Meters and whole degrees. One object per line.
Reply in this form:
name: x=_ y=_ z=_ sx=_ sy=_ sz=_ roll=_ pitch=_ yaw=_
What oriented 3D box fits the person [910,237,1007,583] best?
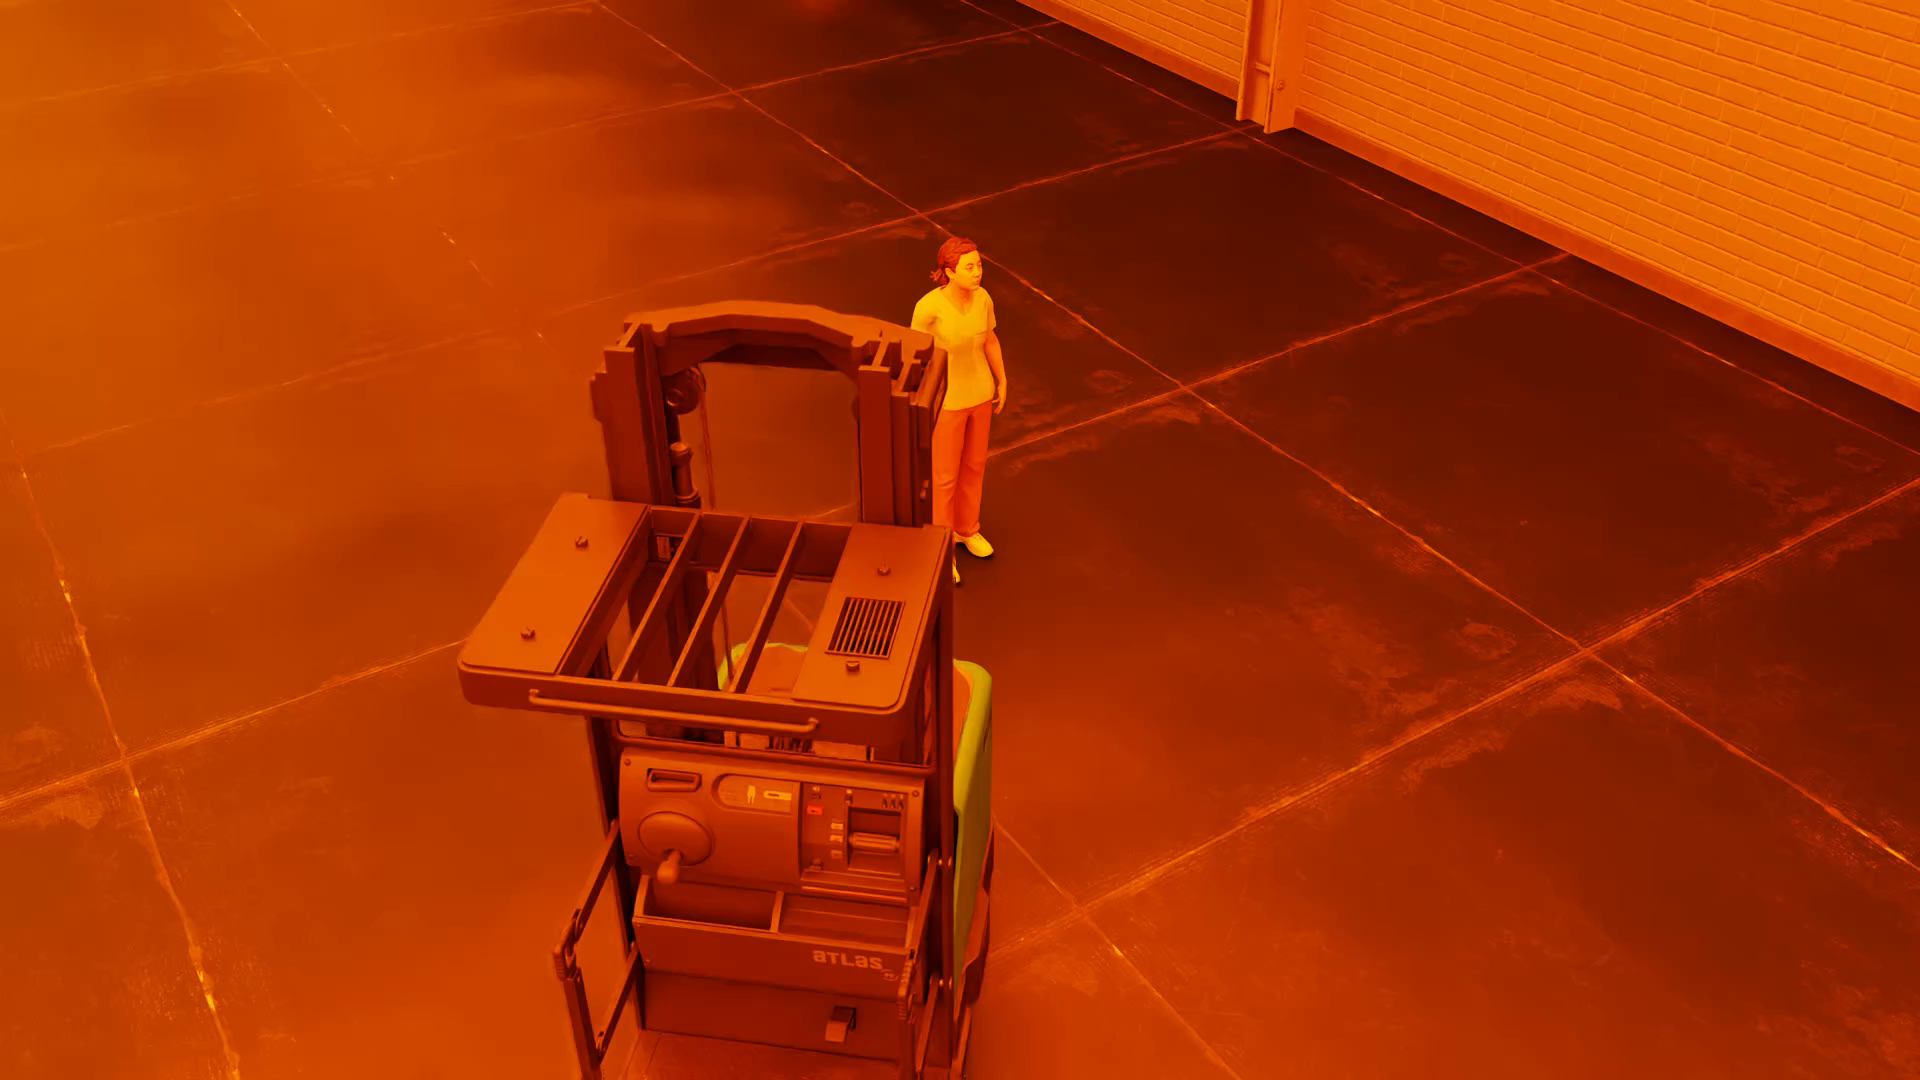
person: x=0.030 y=-0.653 z=8.155 sx=0.553 sy=1.675 sz=0.549 roll=-21 pitch=40 yaw=-27

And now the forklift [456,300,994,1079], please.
forklift: x=-0.601 y=0.929 z=4.825 sx=1.130 sy=2.935 sz=3.031 roll=5 pitch=35 yaw=7
